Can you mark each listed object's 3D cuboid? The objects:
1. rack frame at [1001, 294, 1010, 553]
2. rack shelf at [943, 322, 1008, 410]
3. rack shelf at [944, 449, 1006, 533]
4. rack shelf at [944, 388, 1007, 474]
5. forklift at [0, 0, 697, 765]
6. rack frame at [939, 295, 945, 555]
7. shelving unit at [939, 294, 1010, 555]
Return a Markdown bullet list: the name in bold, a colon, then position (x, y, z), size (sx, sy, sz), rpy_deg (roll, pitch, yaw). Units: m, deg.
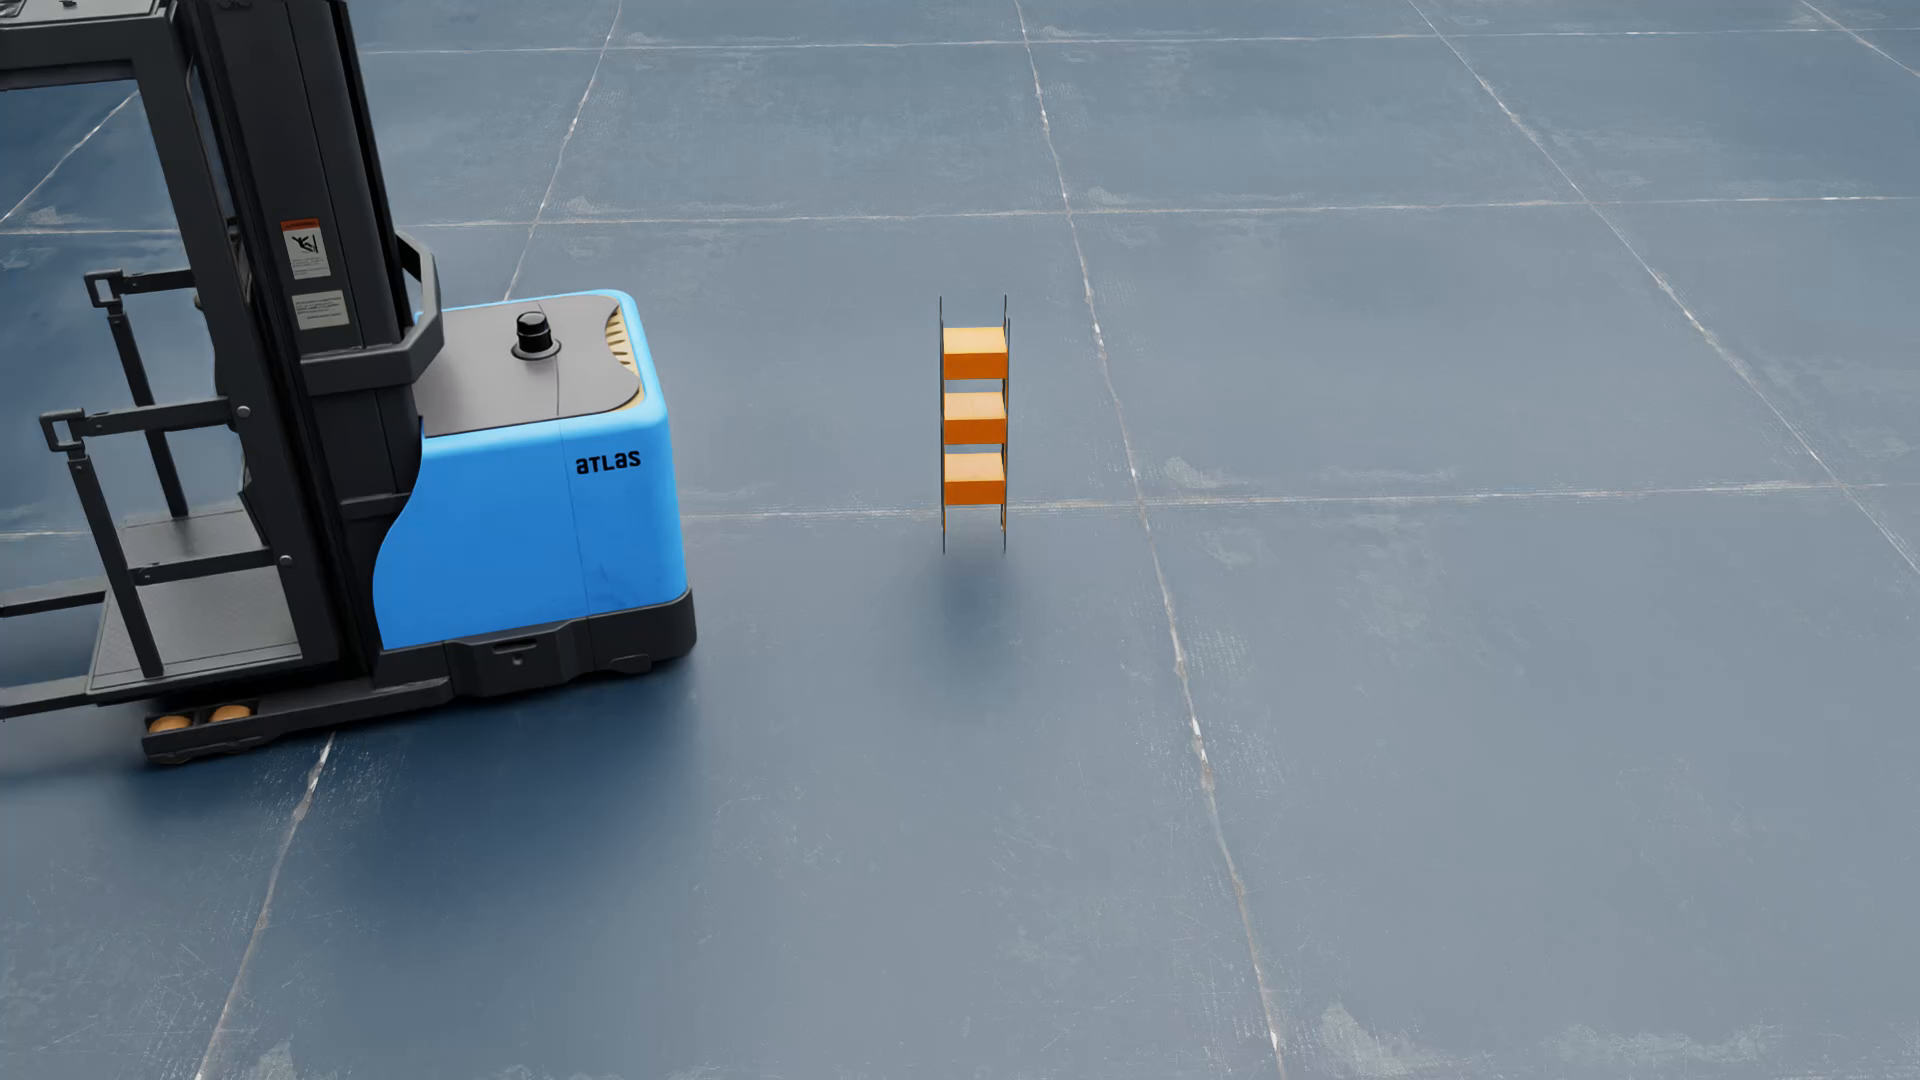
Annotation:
- **rack frame**: position (0.175, -0.436, 6.458), size (0.008, 1.050, 0.200), rpy_deg (-2, 35, -2)
- **rack shelf**: position (0.053, -0.658, 6.298), size (0.240, 0.259, 0.215), rpy_deg (-2, 35, -2)
- **rack shelf**: position (0.053, -0.196, 6.618), size (0.240, 0.259, 0.215), rpy_deg (-2, 35, -2)
- **rack shelf**: position (0.053, -0.424, 6.459), size (0.240, 0.259, 0.215), rpy_deg (-2, 35, -2)
- **forklift**: position (-2.539, -0.779, 5.301), size (3.031, 2.935, 1.130), rpy_deg (-10, 36, -13)
- **rack frame**: position (-0.068, -0.430, 6.449), size (0.008, 1.050, 0.200), rpy_deg (-2, 35, -2)
- **shelving unit**: position (0.053, -0.433, 6.453), size (0.252, 1.050, 0.215), rpy_deg (-2, 35, -2)
